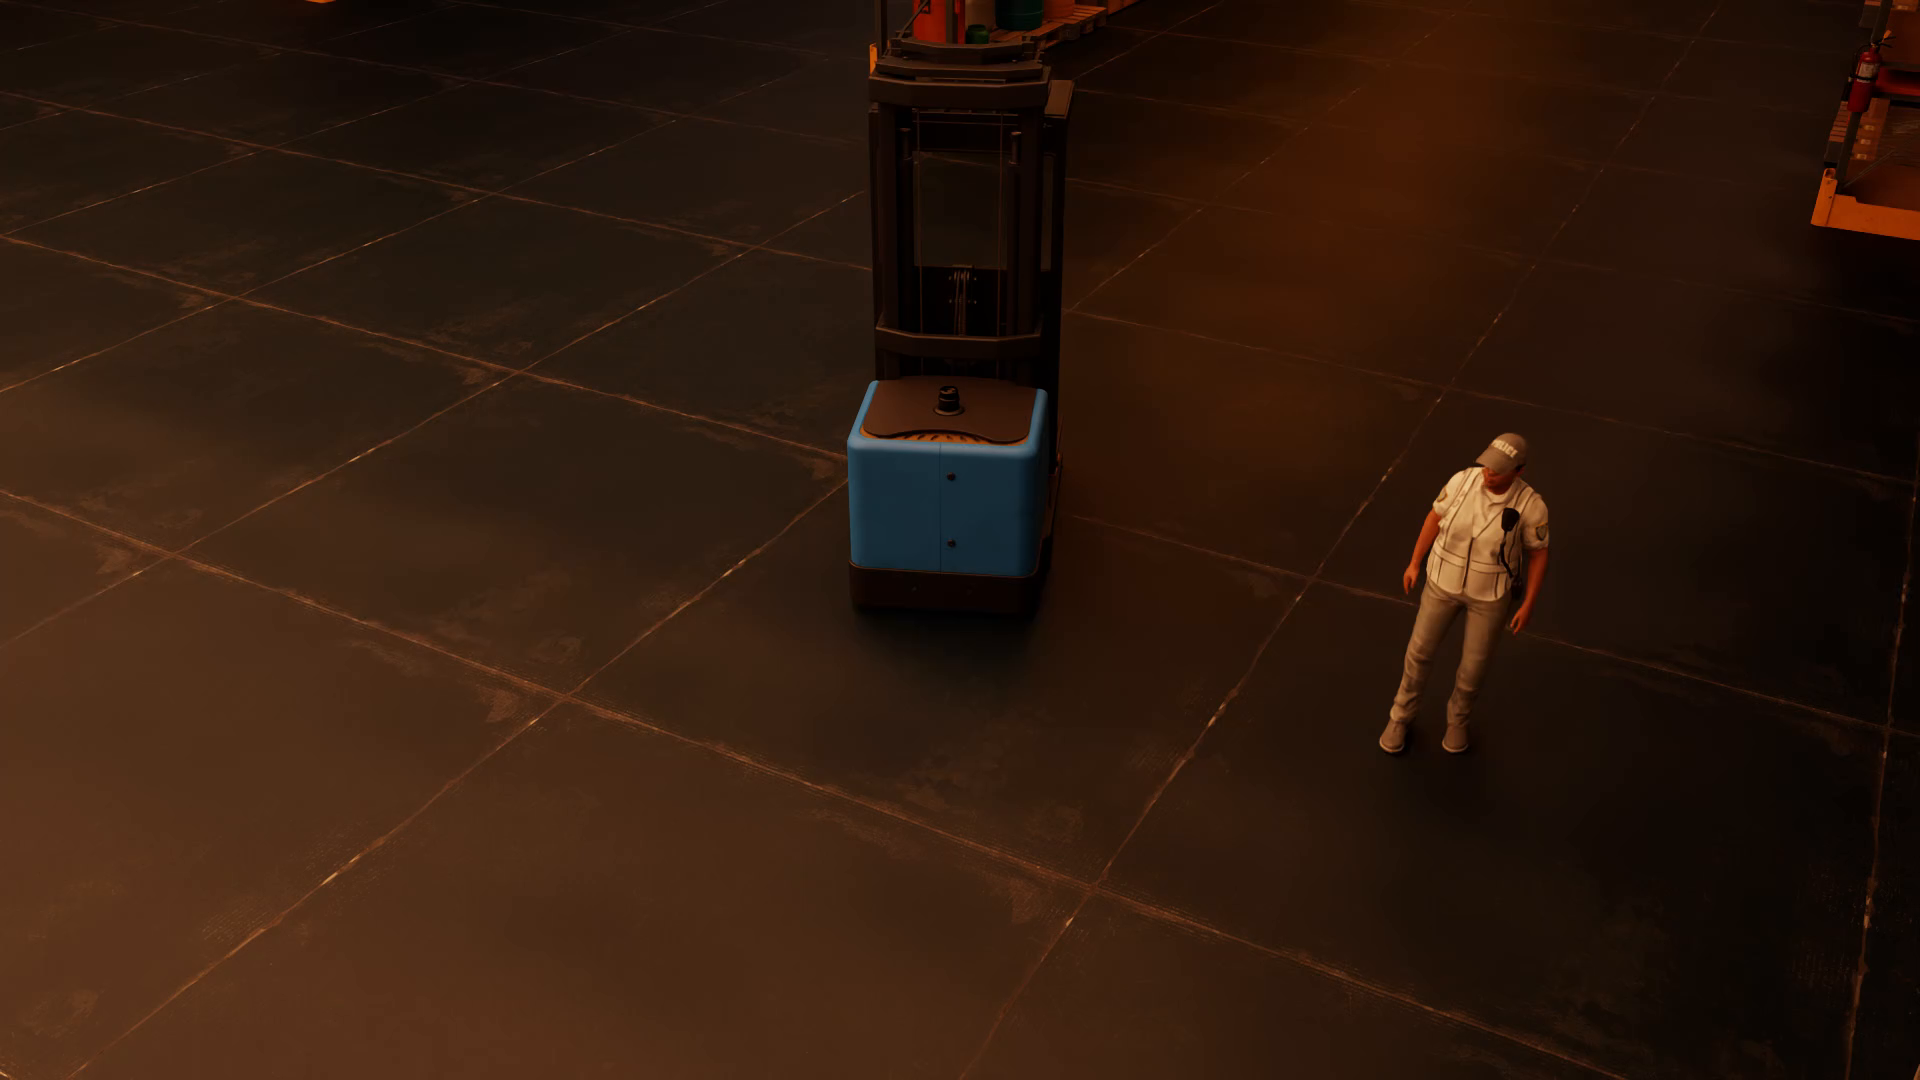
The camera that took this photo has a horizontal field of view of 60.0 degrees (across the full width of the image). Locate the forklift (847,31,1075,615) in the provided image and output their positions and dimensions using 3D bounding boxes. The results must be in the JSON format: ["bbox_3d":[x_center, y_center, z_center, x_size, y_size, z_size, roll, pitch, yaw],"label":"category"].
[{"bbox_3d":[0.072,-1.572,9.794,1.130,2.935,3.031,3,30,6],"label":"forklift"}]

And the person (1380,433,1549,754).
[{"bbox_3d":[2.399,0.267,7.875,0.623,1.669,0.525,15,33,25],"label":"person"}]
